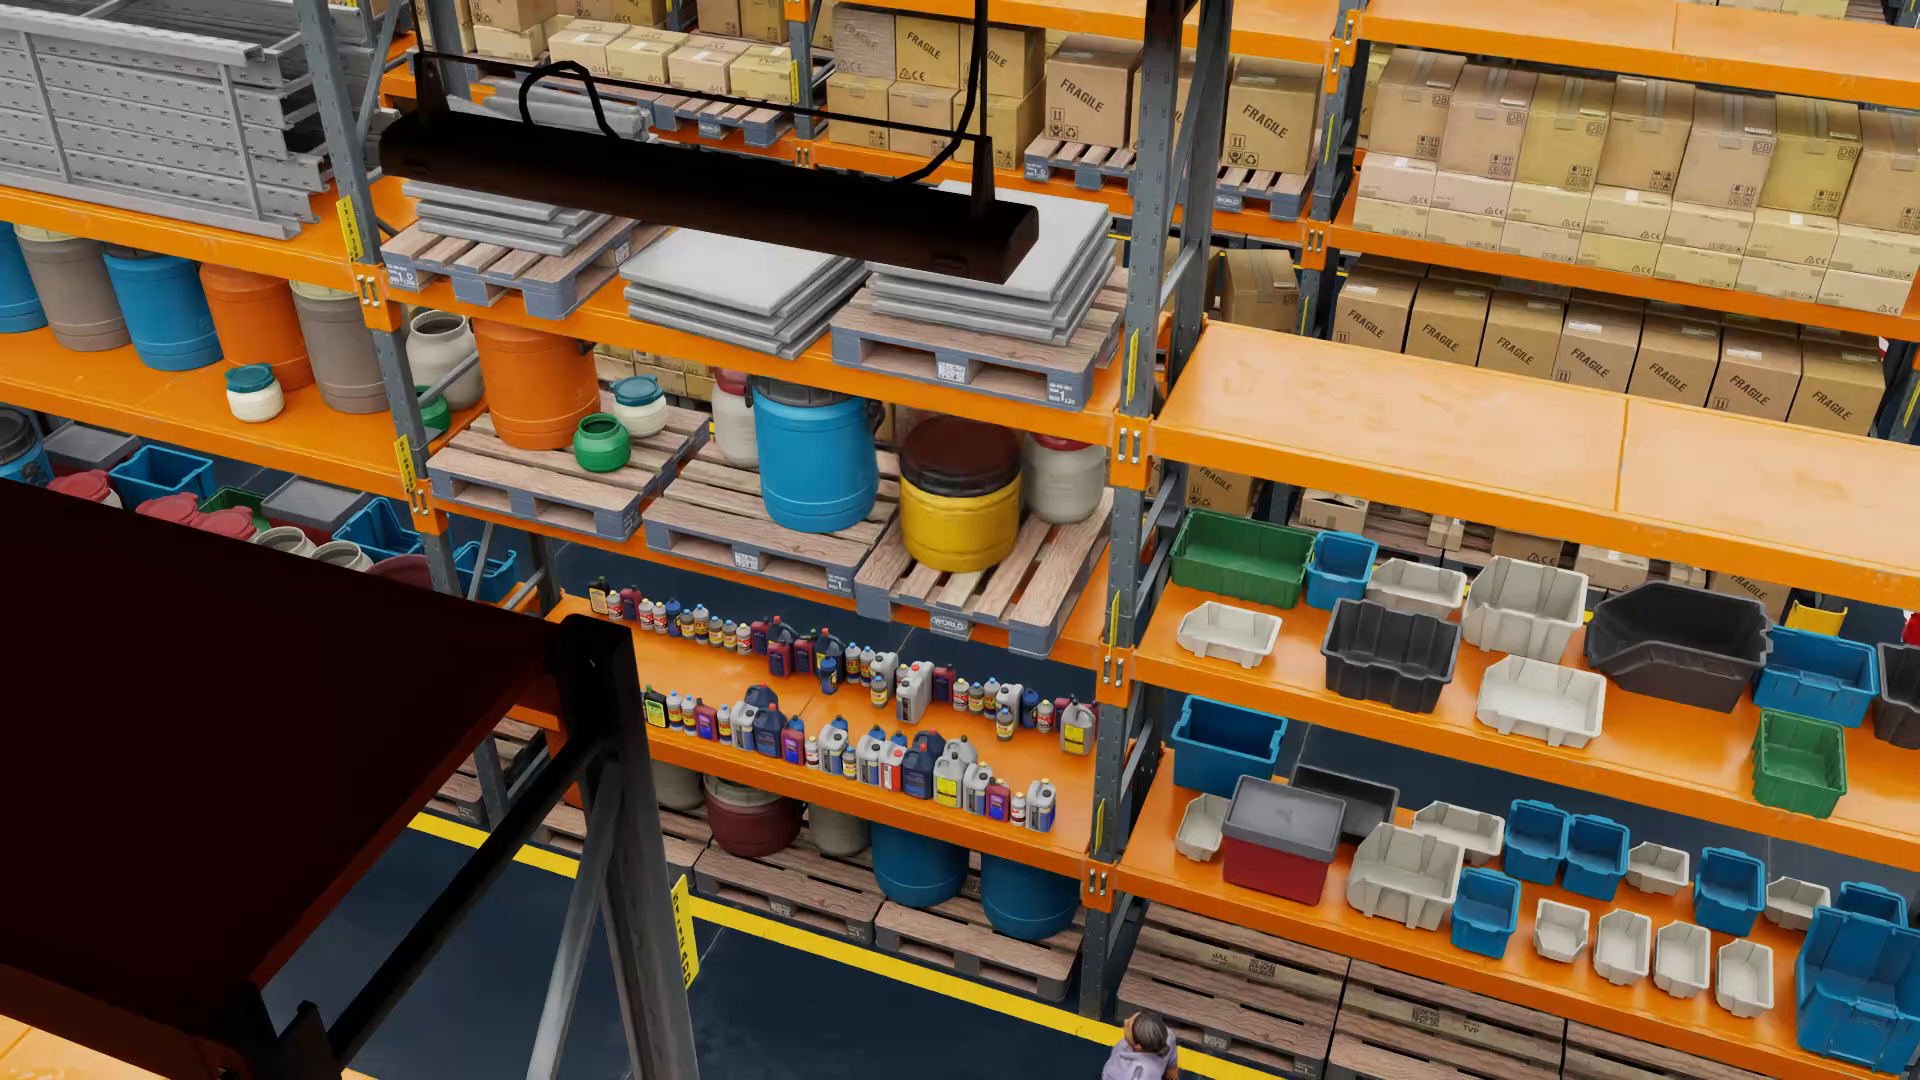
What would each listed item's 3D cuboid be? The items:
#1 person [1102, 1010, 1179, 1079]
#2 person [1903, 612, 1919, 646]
[{"bbox_3d":[0.838,2.843,8.192,1.022,1.583,0.498,11,38,14],"label":"person"},{"bbox_3d":[6.253,0.826,10.843,1.089,1.657,0.608,1,37,1],"label":"person"}]
